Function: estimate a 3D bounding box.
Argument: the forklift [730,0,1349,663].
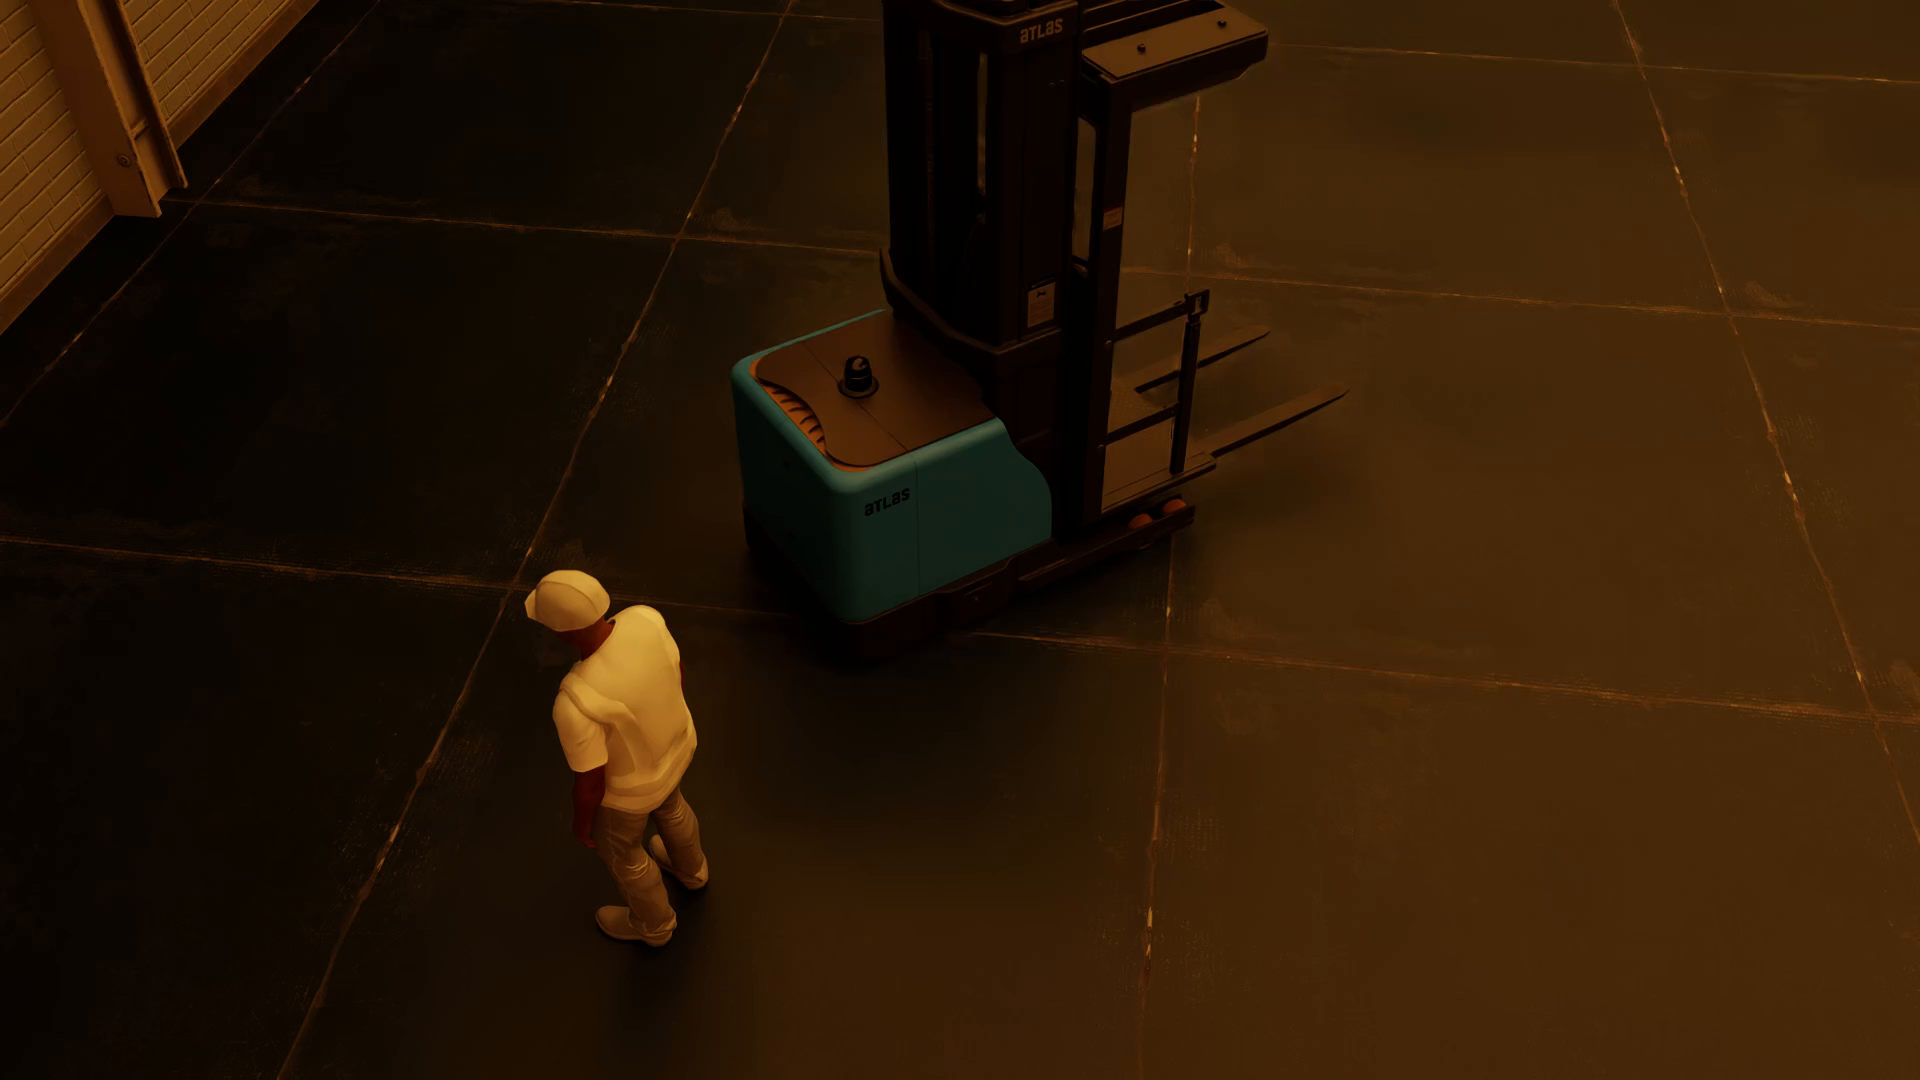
[{"bbox_3d":[0.514,-1.316,7.157,3.031,2.935,1.130,-23,47,-23],"label":"forklift"}]

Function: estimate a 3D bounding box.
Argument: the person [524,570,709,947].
[{"bbox_3d":[-1.158,0.761,5.765,0.462,1.759,0.628,17,45,18],"label":"person"}]
